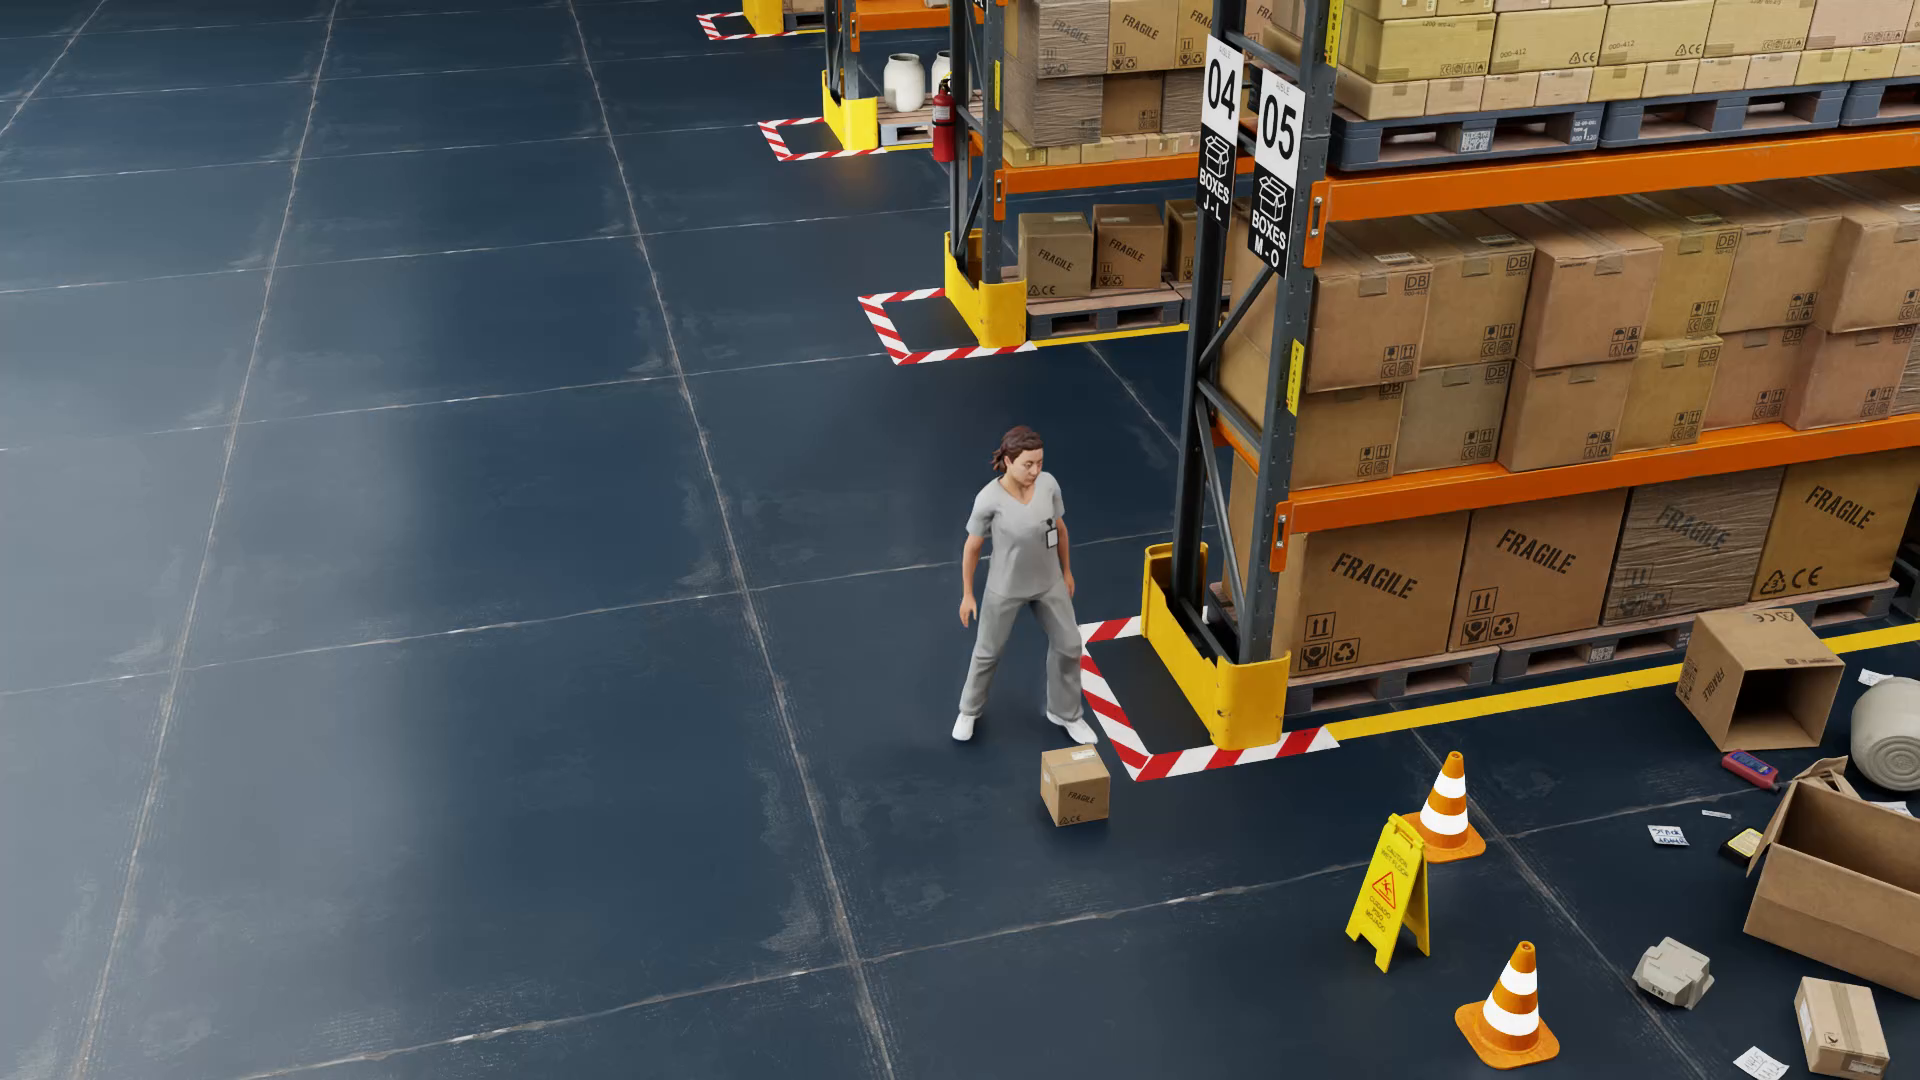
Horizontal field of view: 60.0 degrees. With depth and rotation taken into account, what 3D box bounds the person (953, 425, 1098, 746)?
[{"bbox_3d":[0.292,0.230,7.838,0.680,1.690,0.471,-10,32,-17],"label":"person"}]
